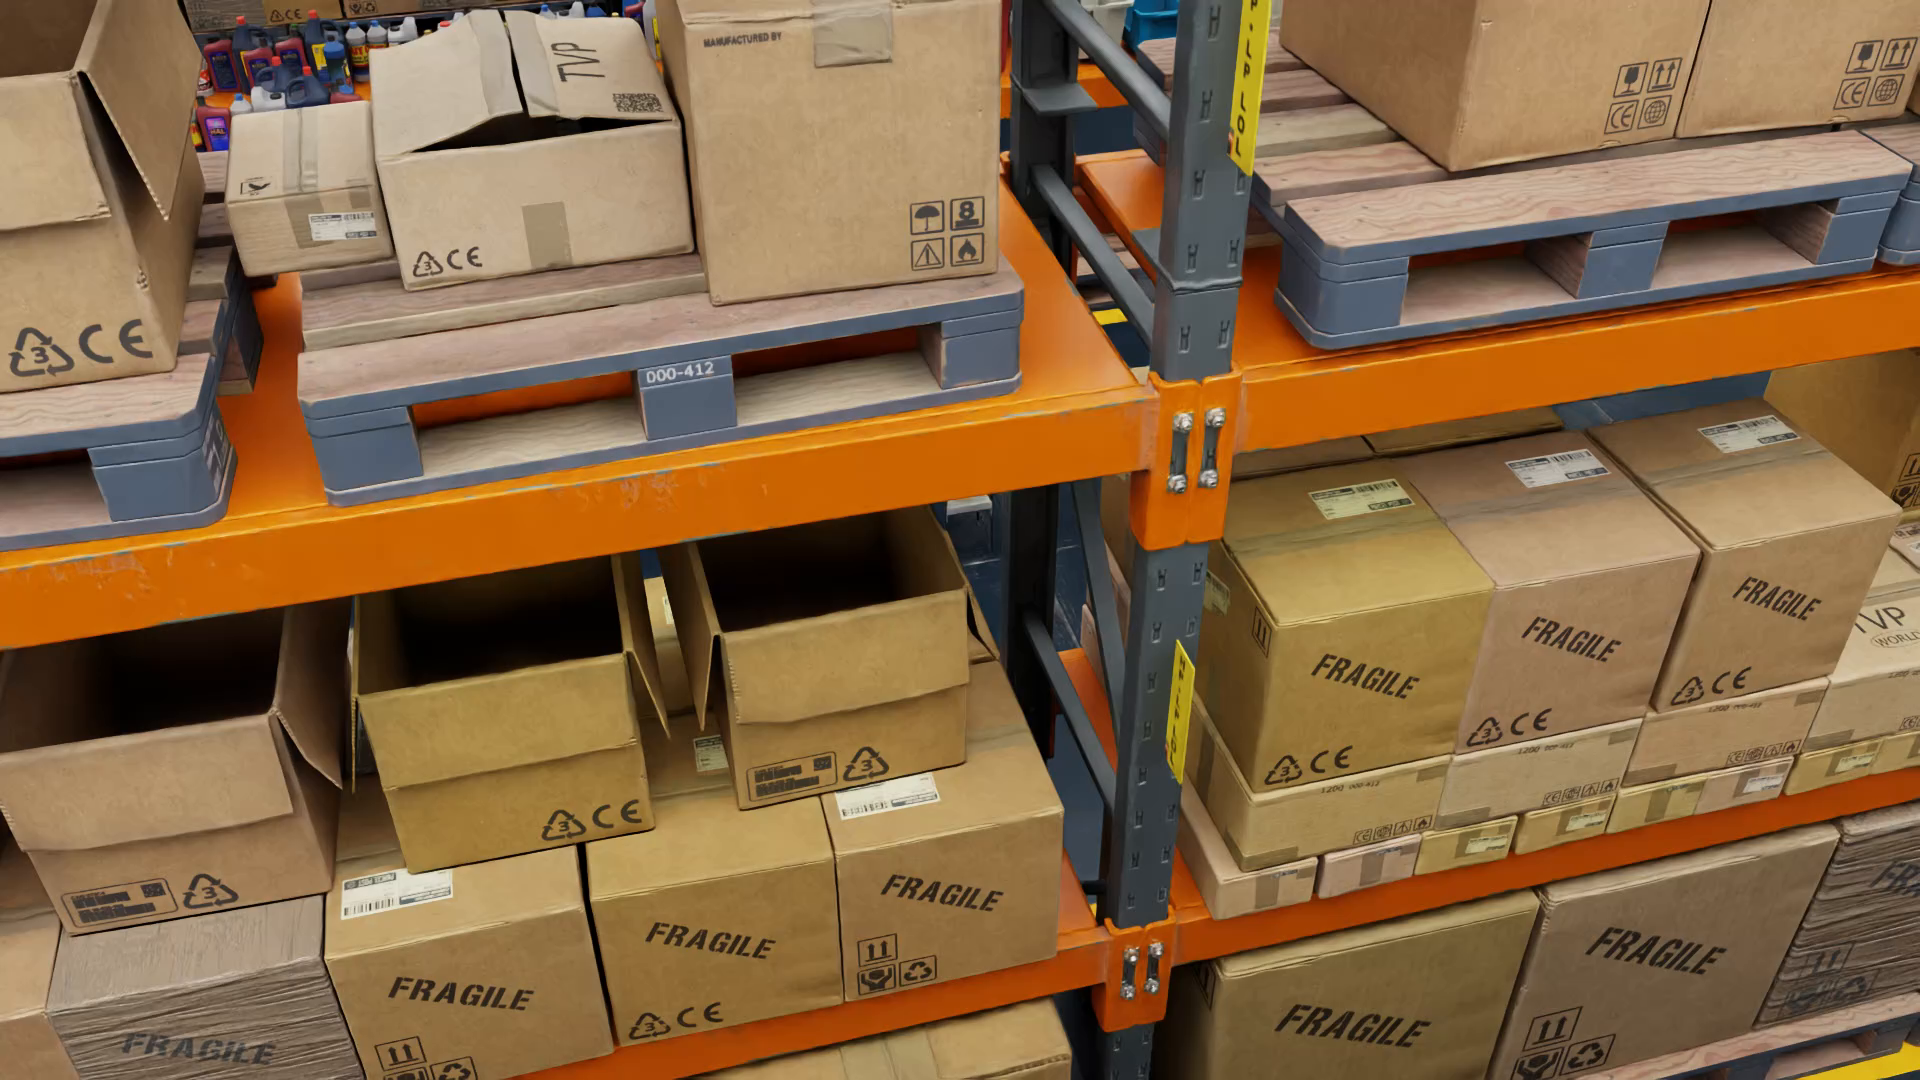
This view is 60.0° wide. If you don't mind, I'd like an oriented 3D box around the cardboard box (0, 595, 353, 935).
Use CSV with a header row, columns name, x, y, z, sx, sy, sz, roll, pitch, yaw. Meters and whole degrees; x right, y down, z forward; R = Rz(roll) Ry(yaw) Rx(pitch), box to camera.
name,x,y,z,sx,sy,sz,roll,pitch,yaw
cardboard box,-1.576,0.345,3.422,0.637,0.503,0.797,-8,38,-10

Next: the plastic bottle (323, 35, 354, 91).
name,x,y,z,sx,sy,sz,roll,pitch,yaw
plastic bottle,-2.925,-2.235,7.809,0.097,0.271,0.097,0,37,0

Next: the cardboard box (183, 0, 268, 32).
name,x,y,z,sx,sy,sz,roll,pitch,yaw
cardboard box,-5.123,-3.882,11.552,0.500,0.500,0.500,-11,39,-14

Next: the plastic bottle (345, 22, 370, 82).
name,x,y,z,sx,sy,sz,roll,pitch,yaw
plastic bottle,-2.869,-2.335,7.940,0.097,0.271,0.097,0,37,0

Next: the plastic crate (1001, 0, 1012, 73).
name,x,y,z,sx,sy,sz,roll,pitch,yaw
plastic crate,-0.064,-2.481,7.922,0.583,0.464,0.402,-9,38,-12

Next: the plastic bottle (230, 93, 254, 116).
name,x,y,z,sx,sy,sz,roll,pitch,yaw
plastic bottle,-3.117,-1.817,7.262,0.097,0.271,0.097,0,37,0

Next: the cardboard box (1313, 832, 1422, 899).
name,x,y,z,sx,sy,sz,roll,pitch,yaw
cardboard box,0.925,0.674,4.106,0.250,0.149,0.380,-11,39,-13

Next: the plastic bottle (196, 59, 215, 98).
name,x,y,z,sx,sy,sz,roll,pitch,yaw
plastic bottle,-3.577,-2.191,7.809,0.097,0.201,0.097,0,37,0

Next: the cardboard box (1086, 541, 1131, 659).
name,x,y,z,sx,sy,sz,roll,pitch,yaw
cardboard box,0.657,0.185,4.417,0.500,0.250,0.500,-10,39,-13

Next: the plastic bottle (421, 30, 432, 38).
name,x,y,z,sx,sy,sz,roll,pitch,yaw
plastic bottle,-2.551,-2.360,8.029,0.097,0.201,0.097,0,37,0

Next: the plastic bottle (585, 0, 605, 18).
name,x,y,z,sx,sy,sz,roll,pitch,yaw
plastic bottle,-1.786,-2.513,8.172,0.097,0.271,0.097,0,37,0

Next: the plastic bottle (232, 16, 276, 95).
name,x,y,z,sx,sy,sz,roll,pitch,yaw
plastic bottle,-3.306,-2.280,7.803,0.185,0.351,0.144,-9,38,-12

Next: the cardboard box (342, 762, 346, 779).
name,x,y,z,sx,sy,sz,roll,pitch,yaw
cardboard box,-1.675,0.599,3.916,0.500,0.500,0.500,-9,38,-11

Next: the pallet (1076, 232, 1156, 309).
name,x,y,z,sx,sy,sz,roll,pitch,yaw
pallet,0.888,-1.664,9.252,1.213,0.211,1.003,-9,38,-12

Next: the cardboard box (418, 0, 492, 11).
name,x,y,z,sx,sy,sz,roll,pitch,yaw
cardboard box,-3.645,-4.126,11.871,0.500,0.500,0.500,-9,38,-11

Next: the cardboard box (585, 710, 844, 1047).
name,x,y,z,sx,sy,sz,roll,pitch,yaw
cardboard box,-0.560,0.737,3.736,0.500,0.500,0.500,-8,38,-11

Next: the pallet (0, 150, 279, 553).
name,x,y,z,sx,sy,sz,roll,pitch,yaw
pallet,-1.875,-0.327,2.895,1.213,0.211,1.003,-8,38,-10

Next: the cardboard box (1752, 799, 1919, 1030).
name,x,y,z,sx,sy,sz,roll,pitch,yaw
cardboard box,2.686,0.804,5.133,0.875,0.875,0.875,-9,38,-12

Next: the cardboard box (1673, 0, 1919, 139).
name,x,y,z,sx,sy,sz,roll,pitch,yaw
cardboard box,1.560,-1.211,3.386,0.500,0.500,0.700,-7,38,-10

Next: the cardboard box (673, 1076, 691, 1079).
name,x,y,z,sx,sy,sz,roll,pitch,yaw
cardboard box,-1.175,1.400,4.354,0.875,0.875,1.225,-11,39,-14

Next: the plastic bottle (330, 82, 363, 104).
name,x,y,z,sx,sy,sz,roll,pitch,yaw
plastic bottle,-2.693,-1.880,7.334,0.133,0.283,0.061,-9,38,-12

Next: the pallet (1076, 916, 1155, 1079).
name,x,y,z,sx,sy,sz,roll,pitch,yaw
pallet,1.054,1.501,5.114,1.213,0.211,1.003,-9,38,-12

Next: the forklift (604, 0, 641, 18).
name,x,y,z,sx,sy,sz,roll,pitch,yaw
forklift,-1.792,-4.284,10.438,1.130,2.935,3.031,-12,39,-15

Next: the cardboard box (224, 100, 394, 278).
name,x,y,z,sx,sy,sz,roll,pitch,yaw
cardboard box,-1.177,-0.643,3.014,0.250,0.149,0.380,-11,39,-14

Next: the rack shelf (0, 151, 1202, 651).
name,x,y,z,sx,sy,sz,roll,pitch,yaw
rack shelf,-1.631,-0.121,3.063,4.000,0.370,1.077,-9,38,-12

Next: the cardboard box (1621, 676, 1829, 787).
name,x,y,z,sx,sy,sz,roll,pitch,yaw
cardboard box,1.802,0.327,4.232,0.500,0.250,0.500,-8,38,-11

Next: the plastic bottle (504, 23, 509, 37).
name,x,y,z,sx,sy,sz,roll,pitch,yaw
plastic bottle,-2.198,-2.417,8.105,0.097,0.201,0.097,0,37,0

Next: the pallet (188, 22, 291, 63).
name,x,y,z,sx,sy,sz,roll,pitch,yaw
pallet,-5.411,-3.698,11.911,1.213,0.211,1.003,-9,38,-12

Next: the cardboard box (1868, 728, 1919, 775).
name,x,y,z,sx,sy,sz,roll,pitch,yaw
cardboard box,2.428,0.426,4.432,0.250,0.149,0.380,-9,38,-11

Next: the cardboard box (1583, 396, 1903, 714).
name,x,y,z,sx,sy,sz,roll,pitch,yaw
cardboard box,1.807,0.027,4.007,0.500,0.500,0.500,-10,39,-13

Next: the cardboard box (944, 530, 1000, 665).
name,x,y,z,sx,sy,sz,roll,pitch,yaw
cardboard box,-0.210,0.354,4.236,0.500,0.500,0.500,-9,38,-12

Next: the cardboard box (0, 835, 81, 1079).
name,x,y,z,sx,sy,sz,roll,pitch,yaw
cardboard box,-2.031,0.978,3.420,0.500,0.500,0.500,-10,39,-13

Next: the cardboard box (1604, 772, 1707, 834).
name,x,y,z,sx,sy,sz,roll,pitch,yaw
cardboard box,1.680,0.549,4.270,0.250,0.149,0.380,-10,39,-13

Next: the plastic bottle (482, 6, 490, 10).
name,x,y,z,sx,sy,sz,roll,pitch,yaw
plastic bottle,-2.314,-2.442,8.070,0.133,0.283,0.061,-9,38,-12

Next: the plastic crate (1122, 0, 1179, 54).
name,x,y,z,sx,sy,sz,roll,pitch,yaw
plastic crate,0.954,-2.553,8.206,0.300,0.233,0.416,-9,38,-12

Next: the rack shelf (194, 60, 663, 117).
name,x,y,z,sx,sy,sz,roll,pitch,yaw
rack shelf,-2.923,-1.835,7.772,4.000,0.370,1.077,-9,38,-12

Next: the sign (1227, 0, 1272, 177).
name,x,y,z,sx,sy,sz,roll,pitch,yaw
sign,0.450,-0.737,2.591,0.005,0.325,0.100,-9,38,-12

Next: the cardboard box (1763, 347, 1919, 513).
name,x,y,z,sx,sy,sz,roll,pitch,yaw
cardboard box,2.646,-0.440,4.617,0.500,0.500,0.500,-10,39,-13

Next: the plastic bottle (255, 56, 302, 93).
name,x,y,z,sx,sy,sz,roll,pitch,yaw
plastic bottle,-3.027,-1.974,7.402,0.185,0.351,0.144,-9,38,-12

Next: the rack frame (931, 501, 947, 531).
name,x,y,z,sx,sy,sz,roll,pitch,yaw
rack frame,-0.090,-0.343,6.957,0.006,0.900,0.240,-9,38,-12

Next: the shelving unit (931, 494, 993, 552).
name,x,y,z,sx,sy,sz,roll,pitch,yaw
shelving unit,0.008,-0.359,6.978,0.210,0.900,0.258,-9,38,-12
